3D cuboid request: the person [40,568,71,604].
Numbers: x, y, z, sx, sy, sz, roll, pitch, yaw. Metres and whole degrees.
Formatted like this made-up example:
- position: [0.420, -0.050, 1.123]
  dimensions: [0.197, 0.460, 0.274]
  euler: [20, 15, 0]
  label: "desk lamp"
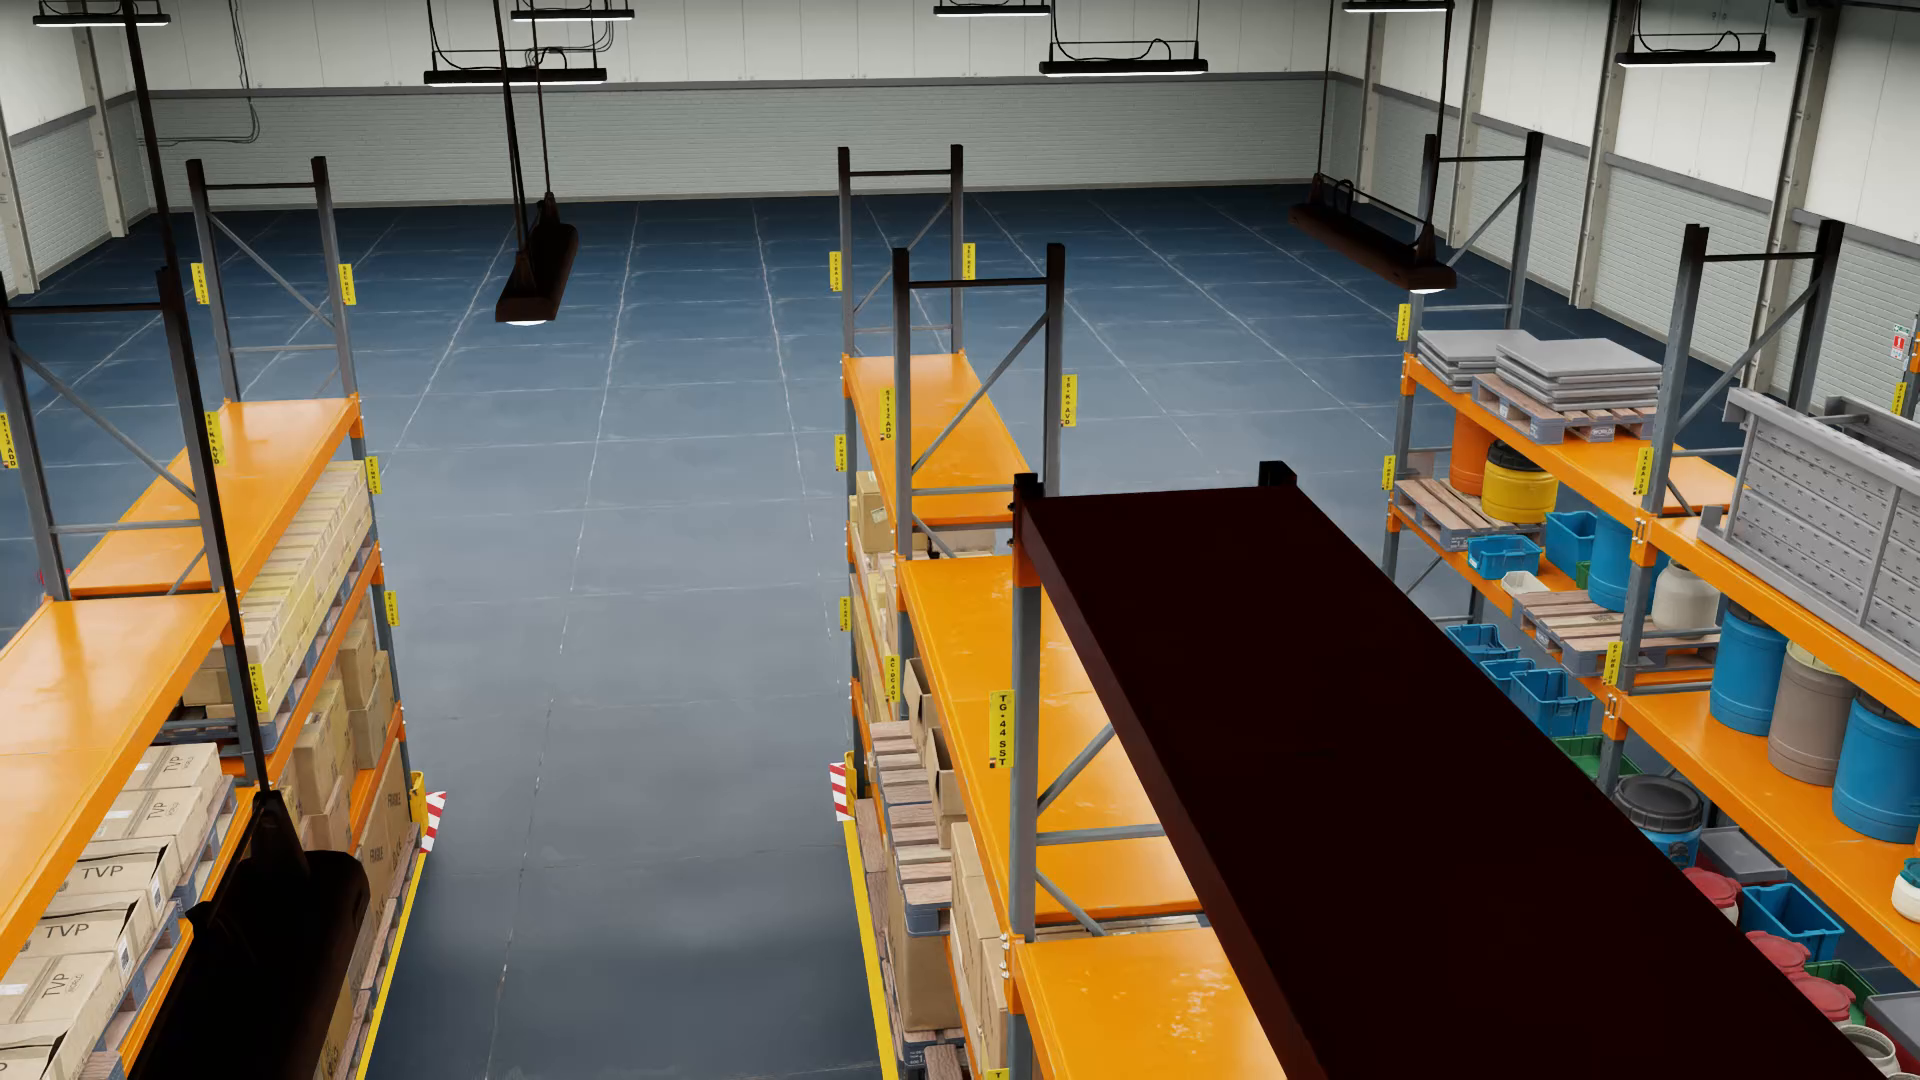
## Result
- position: [-8.923, 1.063, 16.566]
  dimensions: [1.012, 1.752, 0.532]
  euler: [-15, 26, -34]
  label: "person"
